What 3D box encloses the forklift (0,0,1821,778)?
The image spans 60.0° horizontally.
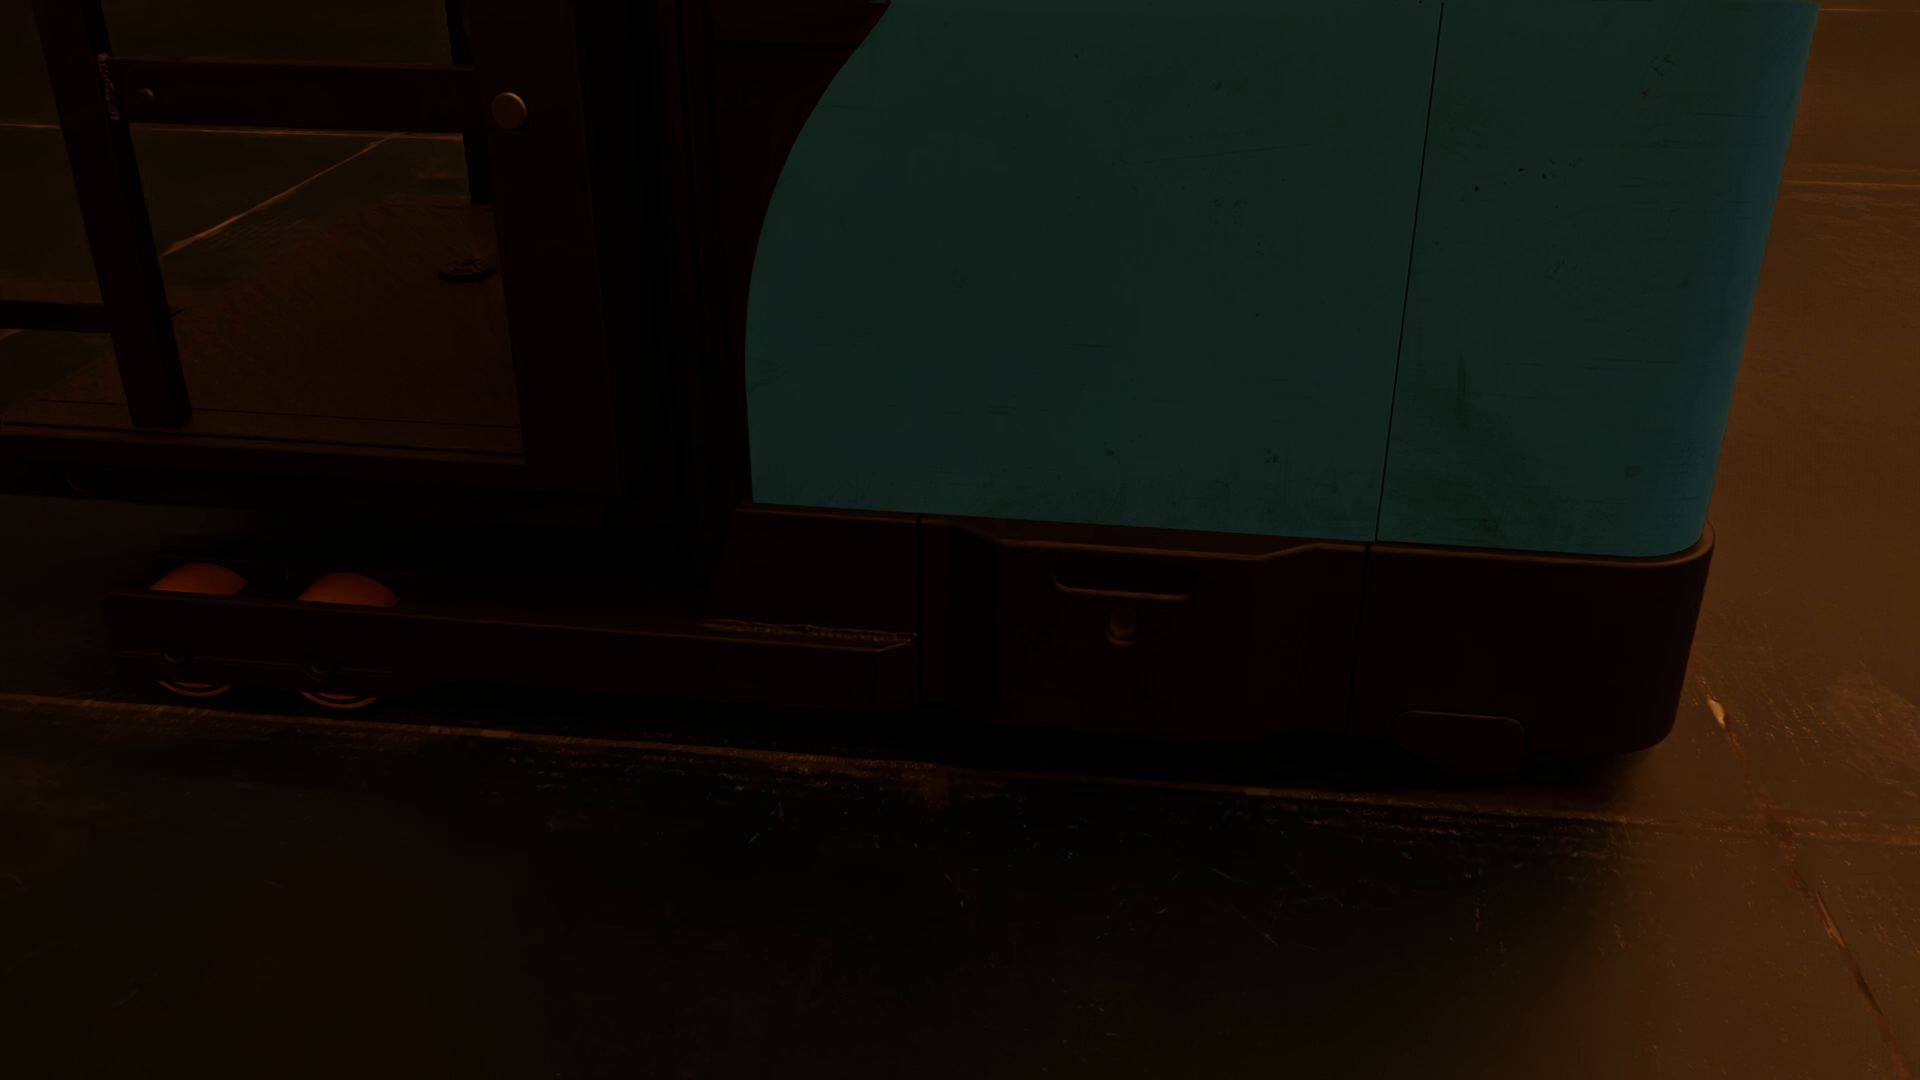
[{"bbox_3d":[-0.611,-1.329,1.881,3.031,2.935,1.130,4,27,7],"label":"forklift"}]
